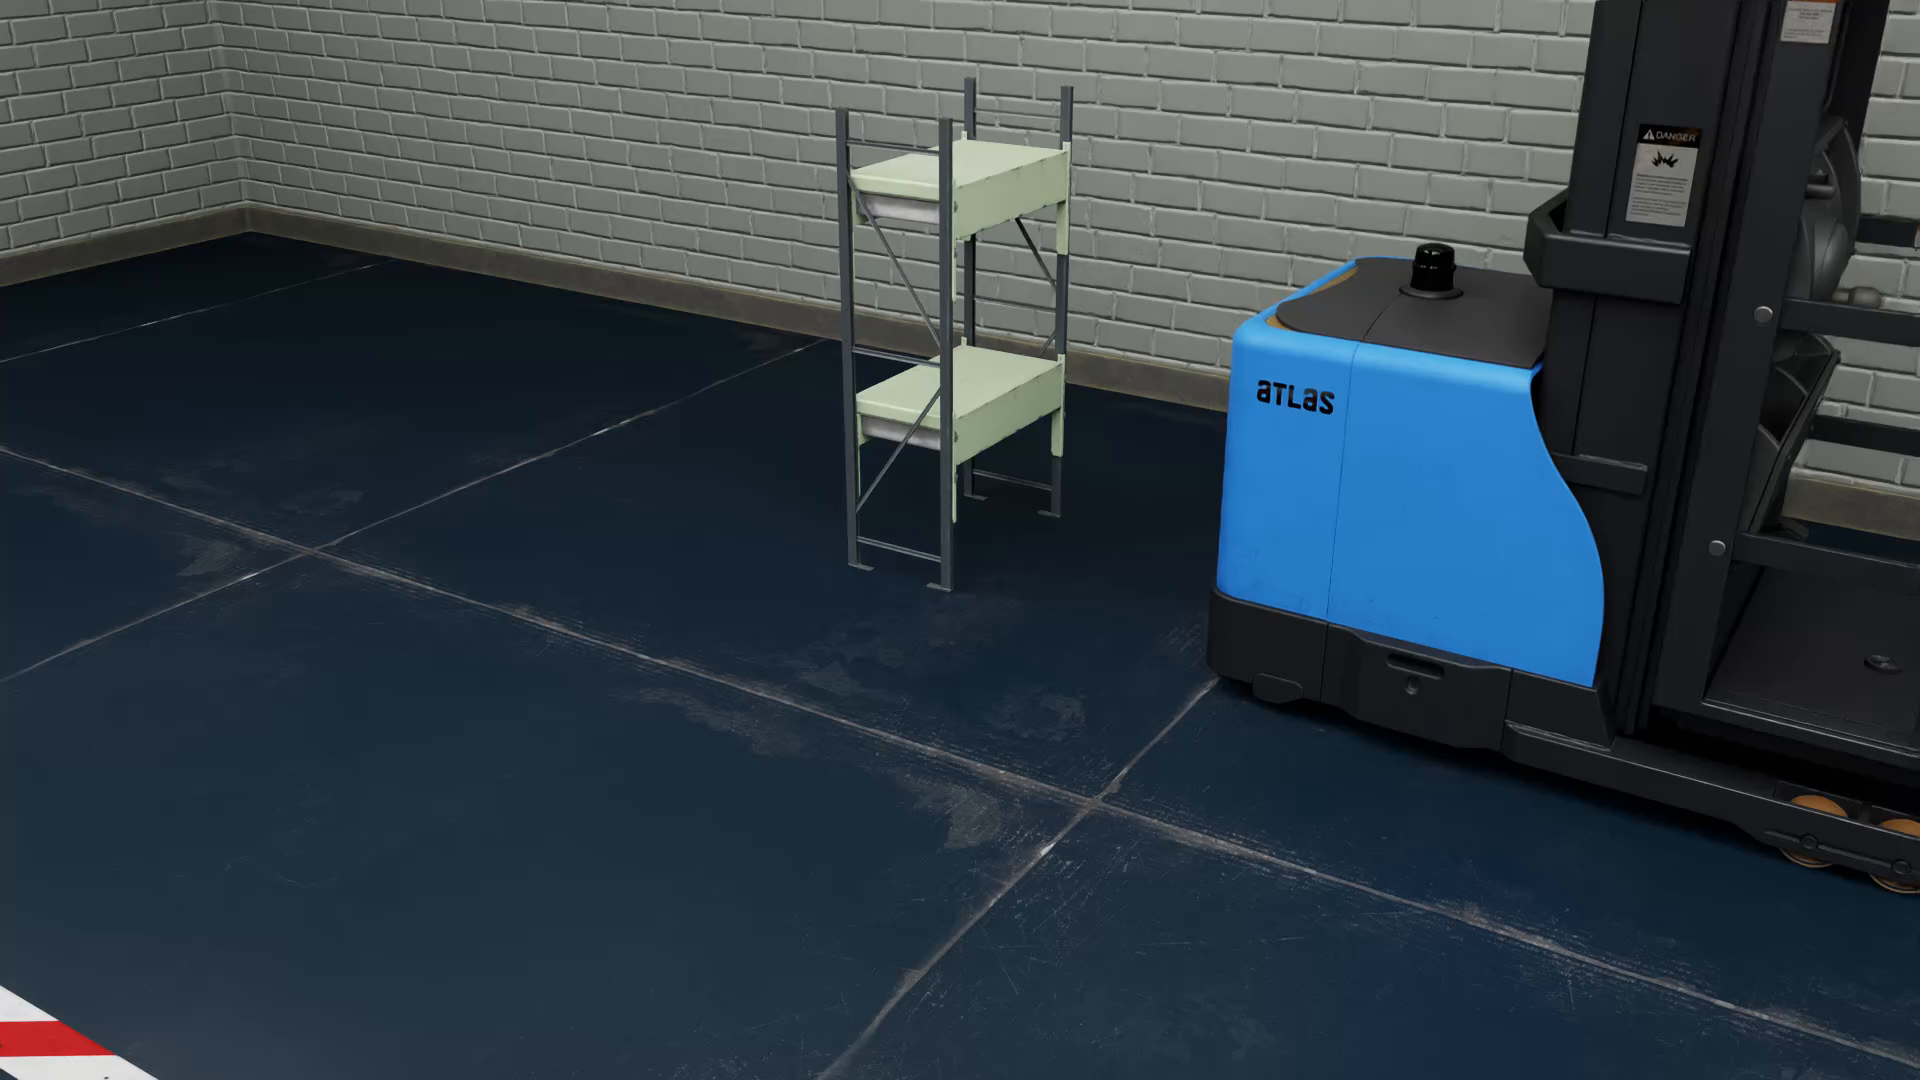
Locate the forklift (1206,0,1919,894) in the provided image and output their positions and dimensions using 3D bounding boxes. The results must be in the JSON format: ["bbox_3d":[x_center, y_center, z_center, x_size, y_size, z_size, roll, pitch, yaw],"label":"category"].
[{"bbox_3d":[2.223,-0.767,3.832,3.031,2.935,1.130,14,27,30],"label":"forklift"}]

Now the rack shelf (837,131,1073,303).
[{"bbox_3d":[-0.004,-1.044,5.292,0.431,0.370,0.720,14,27,29],"label":"rack shelf"}]

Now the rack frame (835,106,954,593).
[{"bbox_3d":[-0.197,-0.562,5.161,0.400,1.500,0.023,14,27,29],"label":"rack frame"}]

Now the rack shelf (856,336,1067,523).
[{"bbox_3d":[-0.004,-0.387,5.576,0.431,0.370,0.720,14,27,29],"label":"rack shelf"}]

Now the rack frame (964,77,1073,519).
[{"bbox_3d":[0.190,-0.810,5.732,0.400,1.500,0.023,14,27,29],"label":"rack frame"}]

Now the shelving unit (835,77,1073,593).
[{"bbox_3d":[-0.004,-0.686,5.447,0.431,1.500,0.755,14,27,29],"label":"shelving unit"}]
